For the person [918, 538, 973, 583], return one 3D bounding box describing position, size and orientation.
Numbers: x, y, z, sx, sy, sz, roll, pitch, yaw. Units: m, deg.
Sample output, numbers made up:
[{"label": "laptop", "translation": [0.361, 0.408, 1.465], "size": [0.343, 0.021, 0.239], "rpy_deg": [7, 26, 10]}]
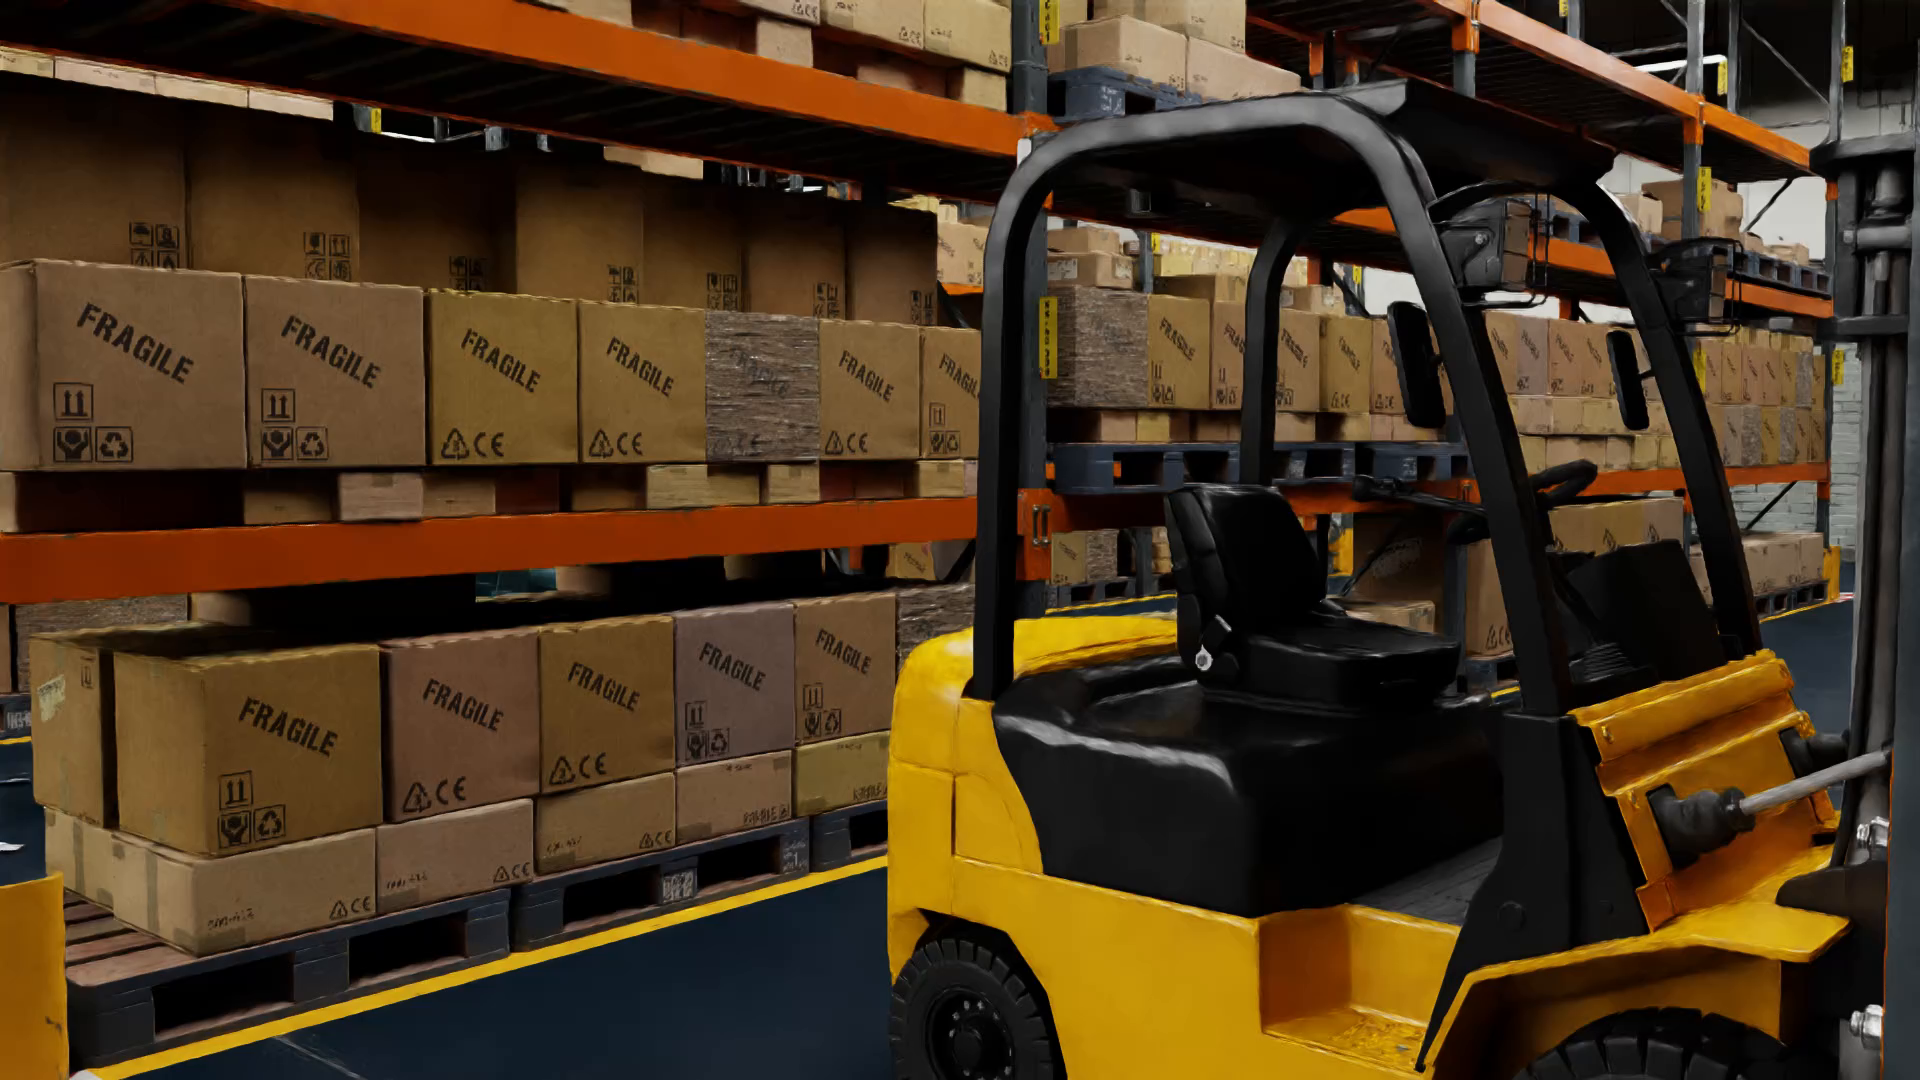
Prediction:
[{"label": "person", "translation": [-0.086, -0.057, 11.534], "size": [0.360, 1.730, 0.696], "rpy_deg": [1, 4, 15]}]
